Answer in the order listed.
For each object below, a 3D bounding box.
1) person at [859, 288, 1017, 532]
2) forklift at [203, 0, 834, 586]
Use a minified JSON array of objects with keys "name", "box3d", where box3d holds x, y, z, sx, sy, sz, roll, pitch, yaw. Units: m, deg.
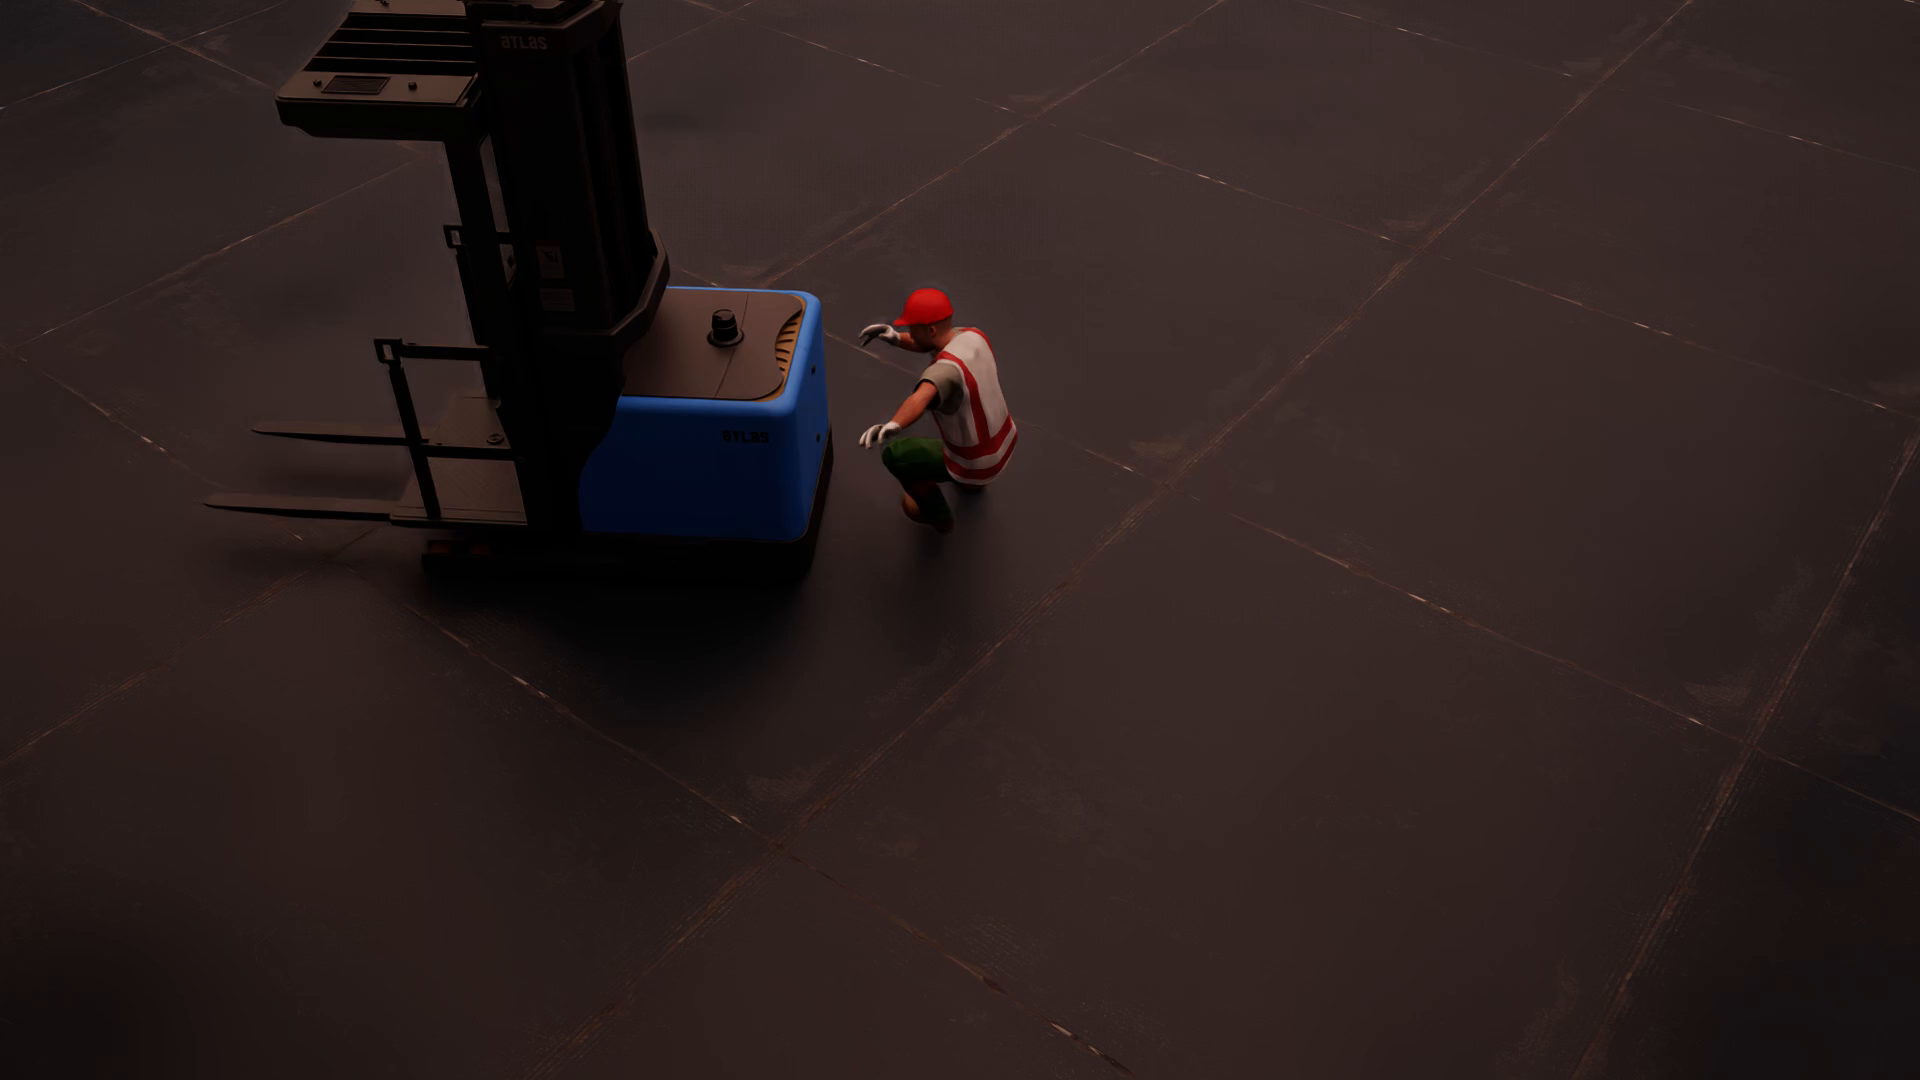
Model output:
[{"name":"person","box3d":[-0.168,-0.454,7.760,0.756,1.455,1.489,18,44,20]},{"name":"forklift","box3d":[-2.204,-1.270,7.564,3.031,2.935,1.130,3,41,3]}]
